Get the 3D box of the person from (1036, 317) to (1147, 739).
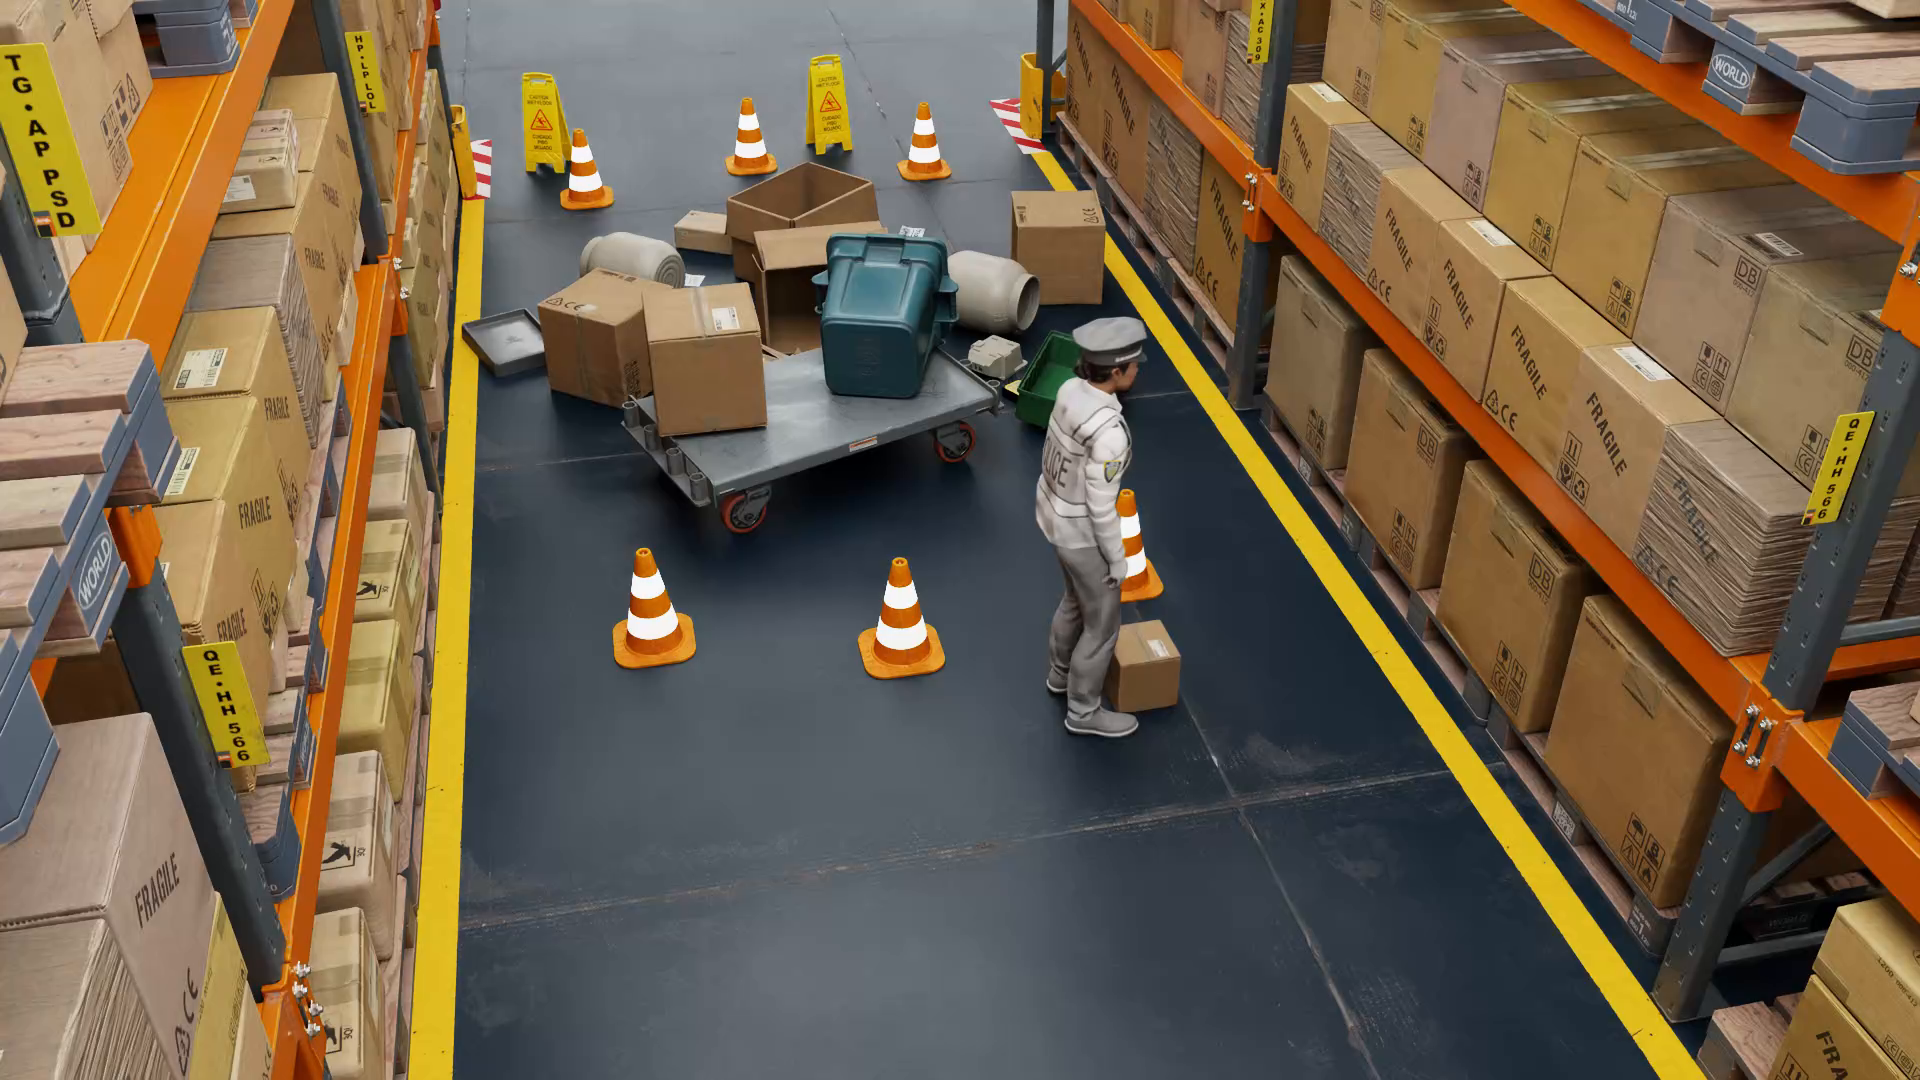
[{"bbox_3d":[0.479,-0.039,6.197,0.370,1.663,0.520,-9,35,-12],"label":"person"}]
